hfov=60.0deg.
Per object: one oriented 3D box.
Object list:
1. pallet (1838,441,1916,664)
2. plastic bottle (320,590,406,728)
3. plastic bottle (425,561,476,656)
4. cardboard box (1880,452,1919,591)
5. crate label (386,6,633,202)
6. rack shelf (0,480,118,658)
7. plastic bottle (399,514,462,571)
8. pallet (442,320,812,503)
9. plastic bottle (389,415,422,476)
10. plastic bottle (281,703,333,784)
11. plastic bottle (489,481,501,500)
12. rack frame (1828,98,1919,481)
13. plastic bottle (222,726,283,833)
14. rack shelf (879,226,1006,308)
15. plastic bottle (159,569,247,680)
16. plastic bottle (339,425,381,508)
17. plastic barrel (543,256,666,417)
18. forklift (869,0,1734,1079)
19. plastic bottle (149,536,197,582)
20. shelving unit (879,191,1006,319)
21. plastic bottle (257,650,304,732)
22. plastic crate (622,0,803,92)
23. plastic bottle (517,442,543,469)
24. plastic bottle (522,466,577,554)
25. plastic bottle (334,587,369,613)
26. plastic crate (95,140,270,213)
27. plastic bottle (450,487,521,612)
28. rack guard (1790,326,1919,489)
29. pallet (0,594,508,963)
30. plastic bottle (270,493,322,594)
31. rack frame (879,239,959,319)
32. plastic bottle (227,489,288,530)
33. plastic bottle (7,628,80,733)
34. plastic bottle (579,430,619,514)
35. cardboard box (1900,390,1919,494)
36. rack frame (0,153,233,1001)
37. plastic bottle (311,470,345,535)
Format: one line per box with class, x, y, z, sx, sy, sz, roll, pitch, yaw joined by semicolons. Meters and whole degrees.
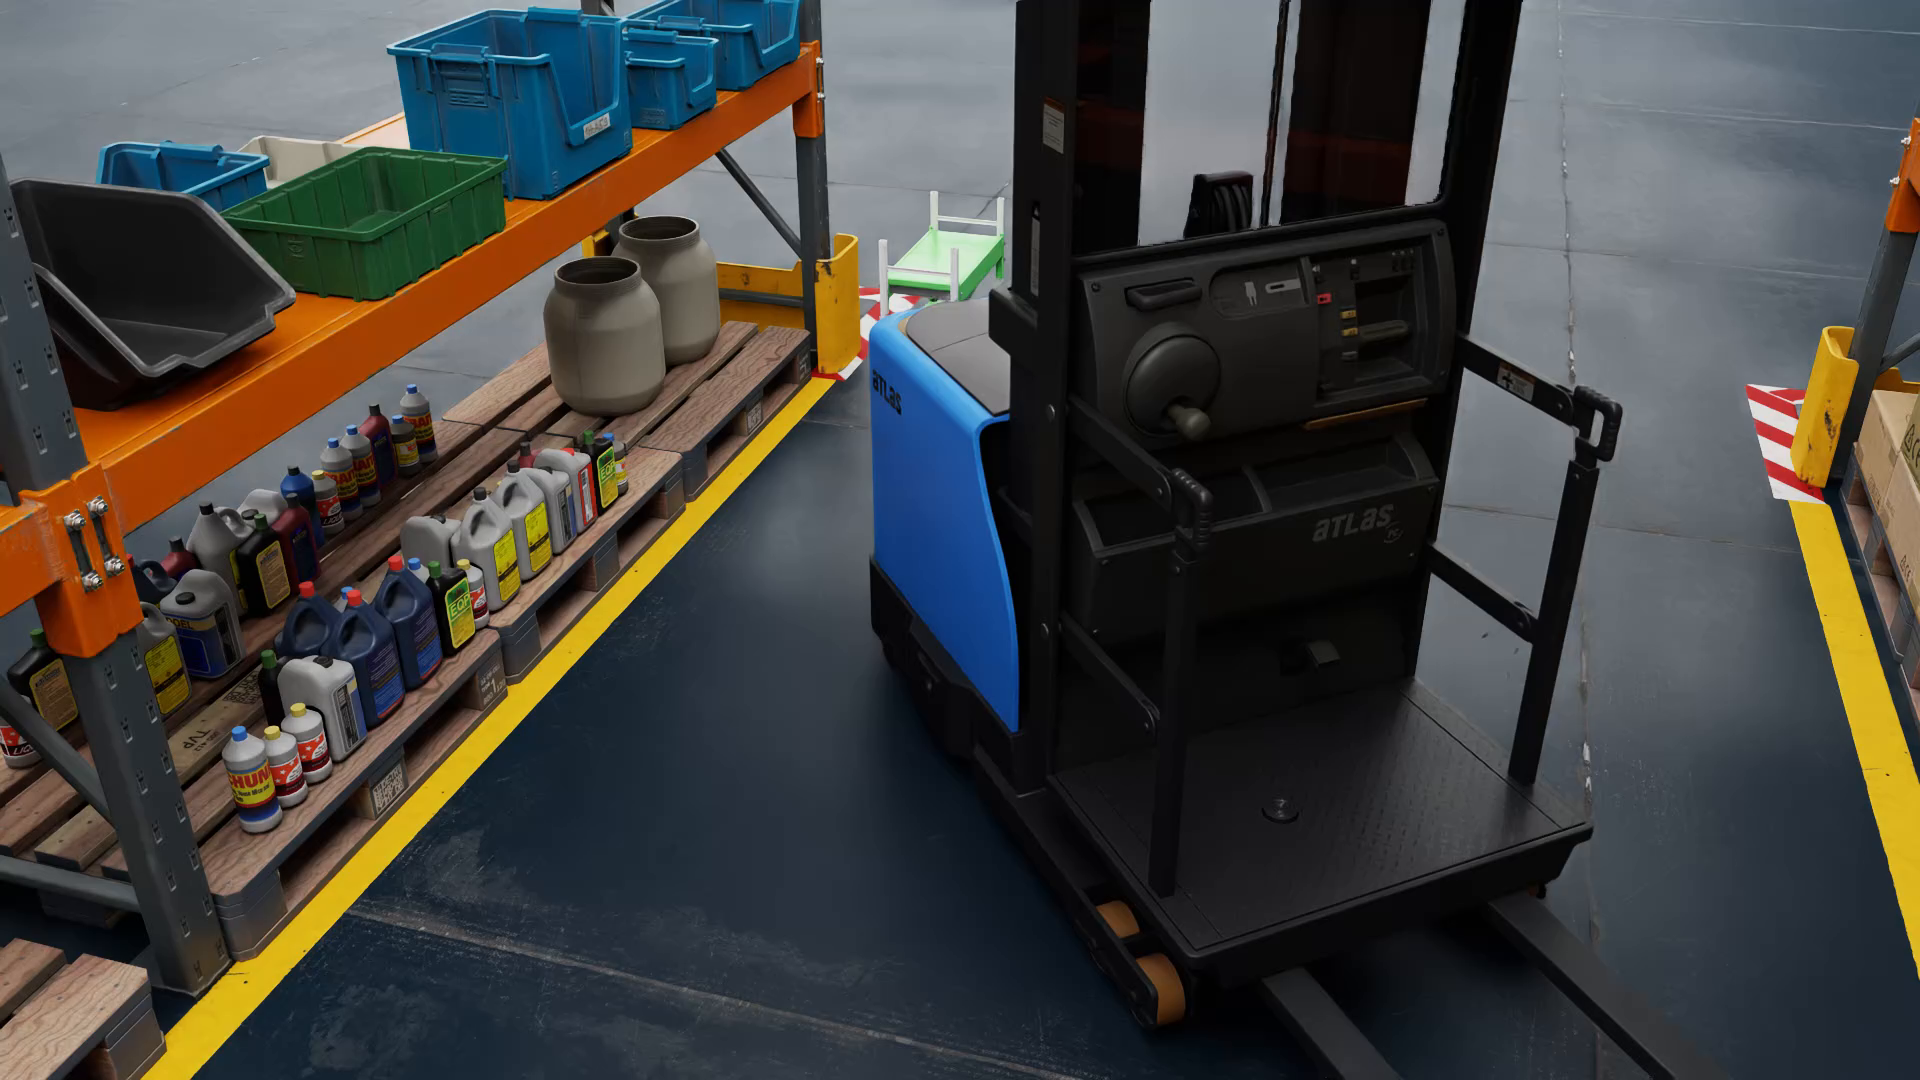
pallet;3.504;0.082;5.385;1.003;0.211;1.213;8;30;15
plastic bottle;-1.586;0.302;4.394;0.144;0.351;0.185;9;30;16
plastic bottle;-1.442;0.173;4.695;0.061;0.283;0.133;10;31;17
cardboard box;3.175;-0.029;5.114;0.500;0.250;0.500;8;30;15
crate label;-1.327;-1.328;5.015;0.502;0.435;0.616;8;30;15
rack shelf;-2.807;0.896;1.793;1.077;0.370;4.000;8;30;15
plastic bottle;-1.555;0.040;4.942;0.152;0.276;0.135;8;30;15
pallet;-1.267;-0.569;6.556;1.003;0.211;1.213;8;30;15
plastic bottle;-1.906;-0.329;5.683;0.097;0.201;0.097;0;29;0
plastic bottle;-1.647;0.503;4.186;0.097;0.201;0.097;0;29;0
plastic bottle;-1.431;-0.091;5.254;0.097;0.201;0.097;0;29;0
rack frame;3.688;-1.498;5.357;1.000;3.000;0.127;8;30;15
plastic bottle;-1.707;0.567;3.999;0.097;0.271;0.097;0;29;0
rack shelf;-0.049;-0.811;5.118;0.258;0.148;0.480;8;30;15
plastic bottle;-2.101;0.230;4.599;0.152;0.276;0.135;8;30;15
plastic bottle;-1.976;-0.249;5.466;0.097;0.271;0.097;0;29;0
plastic barrel;-1.313;-0.753;6.145;0.421;0.512;0.421;0;29;0
forklift;0.784;-0.416;3.483;1.130;2.935;3.031;-12;31;-21
plastic bottle;-2.242;0.136;4.761;0.061;0.283;0.133;11;31;18
shelving unit;-0.049;-0.447;5.320;0.258;1.200;0.503;8;30;15
plastic bottle;-1.740;0.393;4.300;0.061;0.283;0.133;8;30;15
plastic crate;-0.907;-1.866;6.172;0.499;0.251;0.616;8;30;15
plastic bottle;-1.368;-0.197;5.360;0.061;0.283;0.133;8;30;15
plastic bottle;-1.307;-0.115;5.220;0.152;0.276;0.135;8;30;13
plastic bottle;-1.659;0.252;4.565;0.097;0.271;0.097;0;29;0
plastic crate;-2.154;-0.835;4.319;0.499;0.251;0.616;8;30;15
plastic bottle;-1.406;0.017;4.907;0.144;0.351;0.185;8;30;14
rack guard;3.695;-0.417;5.985;1.175;0.500;0.348;8;30;15
pallet;-1.983;0.565;4.517;1.003;0.211;1.213;8;30;15
plastic bottle;-2.002;0.008;4.992;0.061;0.283;0.133;8;30;15
rack frame;-0.120;-0.334;5.116;0.240;1.200;0.015;8;30;15
plastic bottle;-2.104;-0.004;5.021;0.152;0.276;0.135;9;30;16
plastic bottle;-2.394;0.377;4.329;0.061;0.283;0.133;10;31;17
plastic bottle;-1.183;-0.239;5.435;0.061;0.283;0.133;9;30;16
cardboard box;3.173;-0.357;4.932;0.500;0.500;0.500;8;30;15
rack frame;-2.220;-0.347;3.289;1.000;3.000;0.127;8;30;15
plastic bottle;-2.035;-0.126;5.316;0.097;0.201;0.097;0;29;0
